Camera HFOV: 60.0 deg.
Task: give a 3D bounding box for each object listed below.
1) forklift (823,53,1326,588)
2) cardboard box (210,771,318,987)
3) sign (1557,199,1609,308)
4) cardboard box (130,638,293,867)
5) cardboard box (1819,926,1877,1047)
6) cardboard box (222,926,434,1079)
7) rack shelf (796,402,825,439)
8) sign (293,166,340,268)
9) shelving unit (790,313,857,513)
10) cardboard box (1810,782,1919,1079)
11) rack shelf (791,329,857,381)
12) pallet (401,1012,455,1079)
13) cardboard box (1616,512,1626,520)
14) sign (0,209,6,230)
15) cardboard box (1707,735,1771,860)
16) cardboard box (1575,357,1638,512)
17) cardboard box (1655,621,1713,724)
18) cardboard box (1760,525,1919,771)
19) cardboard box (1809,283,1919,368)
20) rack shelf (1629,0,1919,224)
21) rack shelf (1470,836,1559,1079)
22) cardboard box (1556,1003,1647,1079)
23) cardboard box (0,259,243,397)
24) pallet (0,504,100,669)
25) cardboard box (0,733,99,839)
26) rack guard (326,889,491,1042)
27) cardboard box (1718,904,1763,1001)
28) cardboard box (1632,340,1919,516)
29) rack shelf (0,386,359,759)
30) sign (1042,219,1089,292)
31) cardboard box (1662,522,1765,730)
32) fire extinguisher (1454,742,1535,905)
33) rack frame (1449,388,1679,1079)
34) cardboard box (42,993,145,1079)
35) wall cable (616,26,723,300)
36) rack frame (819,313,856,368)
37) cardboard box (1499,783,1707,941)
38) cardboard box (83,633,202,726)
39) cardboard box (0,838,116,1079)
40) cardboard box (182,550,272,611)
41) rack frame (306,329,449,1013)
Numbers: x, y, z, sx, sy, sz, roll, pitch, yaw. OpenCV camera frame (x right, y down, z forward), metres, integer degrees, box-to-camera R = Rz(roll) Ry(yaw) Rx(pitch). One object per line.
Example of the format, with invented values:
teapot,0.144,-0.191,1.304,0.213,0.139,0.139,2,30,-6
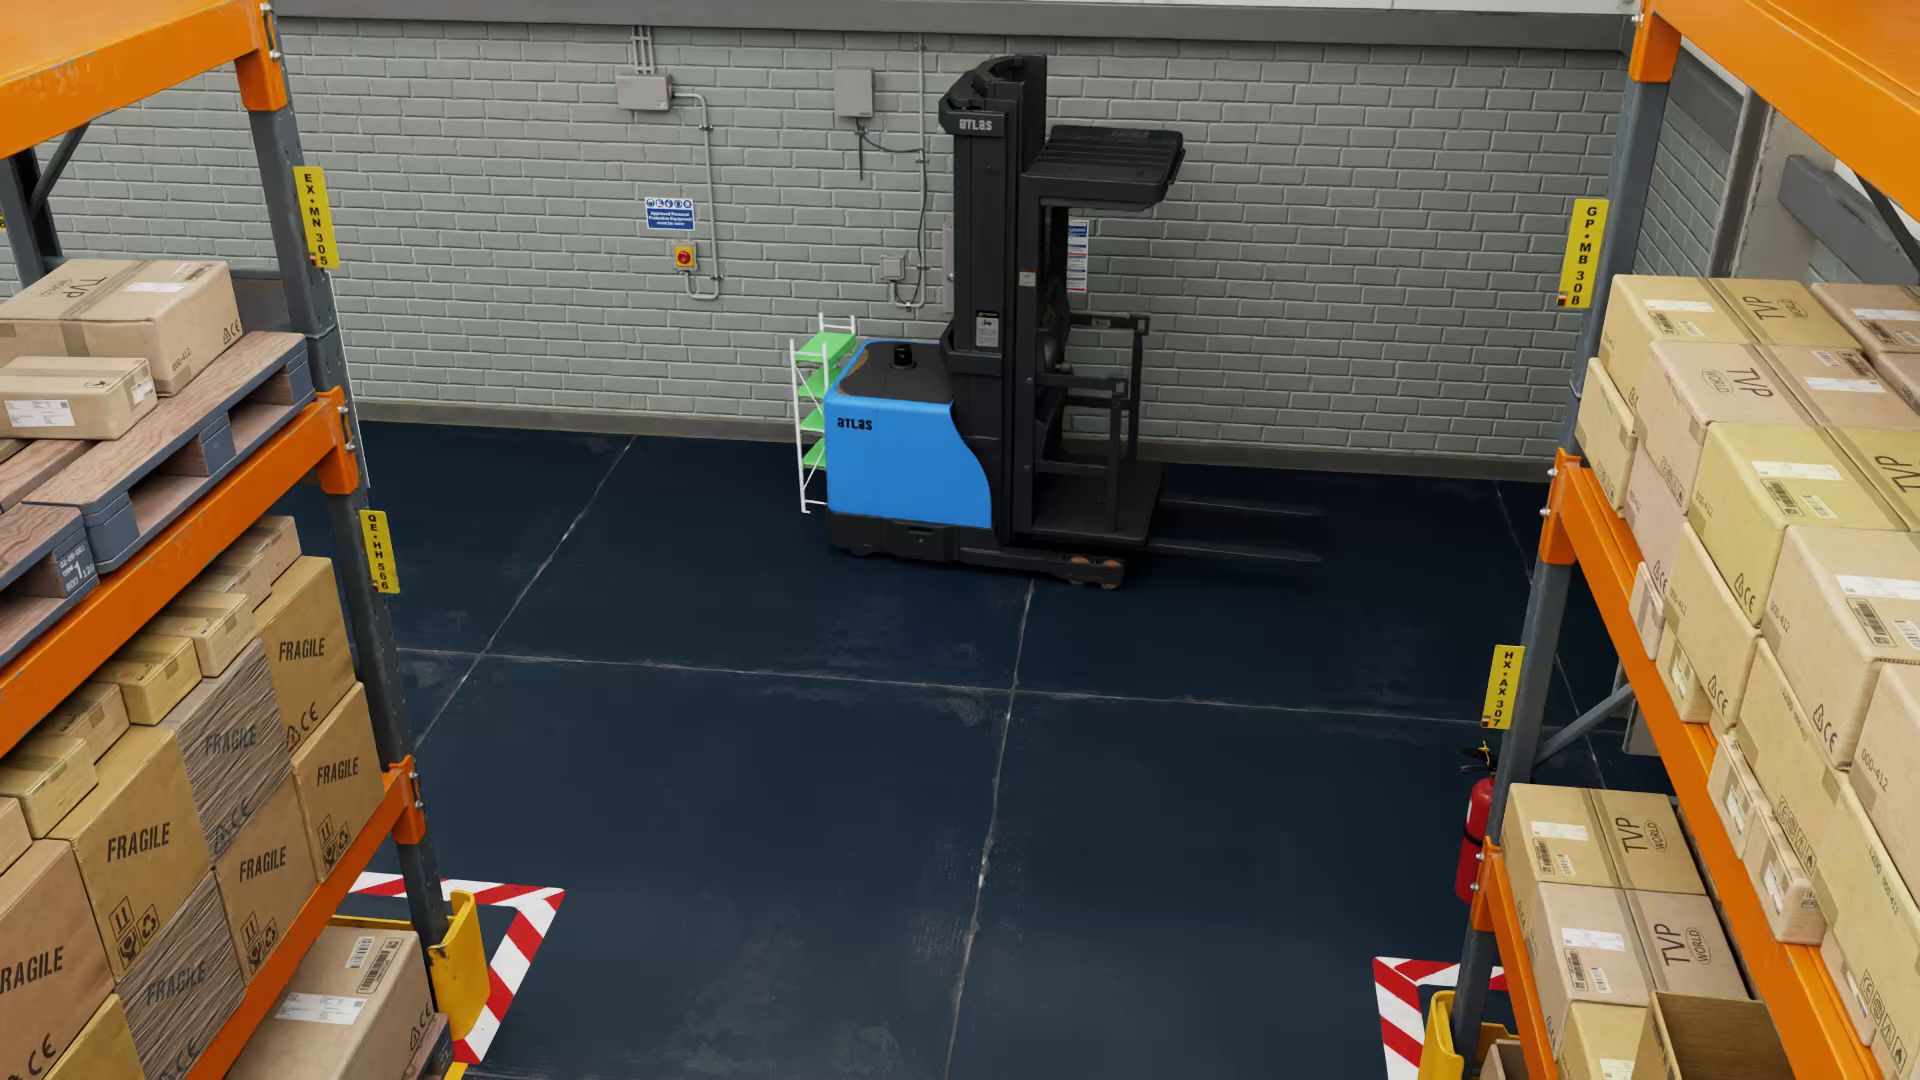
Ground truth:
forklift,0.740,-1.276,9.821,3.031,2.935,1.130,6,29,11
cardboard box,-2.446,1.053,5.320,0.500,0.500,0.500,3,28,5
sign,1.815,-0.831,4.838,0.100,0.325,0.005,3,28,6
cardboard box,-2.431,0.623,5.063,0.500,0.500,0.500,3,29,6
cardboard box,1.810,0.793,3.010,0.380,0.149,0.250,4,29,7
cardboard box,-2.555,1.878,6.151,0.875,0.438,0.875,2,28,4
rack shelf,-0.854,-0.753,10.804,0.258,0.148,0.480,7,29,16
sign,-2.037,-1.019,5.257,0.100,0.325,0.005,3,28,6
shelving unit,-0.855,-0.810,10.774,0.258,1.200,0.503,7,29,16
cardboard box,1.801,0.676,2.807,0.500,0.250,0.500,4,29,7
rack shelf,-0.863,-1.177,10.579,0.258,0.148,0.480,7,29,16
pallet,-2.594,2.227,6.185,1.003,0.211,1.213,3,28,6
cardboard box,2.083,-0.168,4.793,0.380,0.149,0.250,4,29,7
sign,-3.124,-1.156,5.358,0.100,0.325,0.005,3,28,6
cardboard box,1.799,0.548,3.464,0.380,0.149,0.250,3,29,6
cardboard box,2.027,-0.287,4.594,0.500,0.250,0.500,3,28,6
cardboard box,1.871,0.312,3.903,0.380,0.149,0.250,3,28,6
cardboard box,1.868,0.210,3.144,0.500,0.250,0.500,4,29,8
cardboard box,2.576,-0.475,4.415,0.500,0.250,0.500,3,28,5
rack shelf,2.108,-0.476,2.700,1.077,0.370,4.000,3,28,6
rack shelf,2.108,2.164,4.122,1.077,0.370,4.000,3,28,6
cardboard box,1.910,1.515,4.412,0.500,0.250,0.500,3,28,5
cardboard box,-2.539,-0.648,5.029,0.500,0.250,0.500,1,28,2
pallet,-2.801,0.263,3.822,1.003,0.211,1.213,3,28,6
cardboard box,-2.521,0.633,4.360,0.380,0.149,0.250,4,29,7
rack guard,-2.571,1.708,6.845,1.175,0.500,0.348,3,28,6
cardboard box,2.496,1.315,4.783,0.500,0.250,0.500,3,29,6
cardboard box,1.968,-0.267,4.031,0.500,0.250,0.500,3,28,6
rack shelf,-2.819,0.556,3.942,1.077,0.370,4.000,3,28,6
sign,0.677,-1.873,10.956,0.329,0.494,0.001,3,28,6
cardboard box,1.911,0.194,3.702,0.500,0.250,0.500,3,28,5
fire extinguisher,1.912,1.008,5.984,0.296,0.674,0.183,3,28,6
rack frame,2.353,0.906,5.699,1.000,3.000,0.127,3,28,6
cardboard box,-2.550,1.539,4.417,0.500,0.500,0.500,4,29,8
wall cable,-1.906,-2.498,10.912,0.585,1.953,0.123,3,28,6
rack frame,-0.781,-0.920,10.979,0.240,1.200,0.015,7,29,16
cardboard box,2.030,1.039,5.296,0.500,0.250,0.500,4,29,6
cardboard box,-2.446,0.393,4.806,0.380,0.149,0.250,4,29,7
cardboard box,-2.559,1.092,4.192,0.500,0.500,0.500,3,28,6
cardboard box,-2.426,0.151,5.256,0.380,0.149,0.250,4,29,7
rack frame,-2.574,0.619,6.231,1.000,3.000,0.127,3,28,6
